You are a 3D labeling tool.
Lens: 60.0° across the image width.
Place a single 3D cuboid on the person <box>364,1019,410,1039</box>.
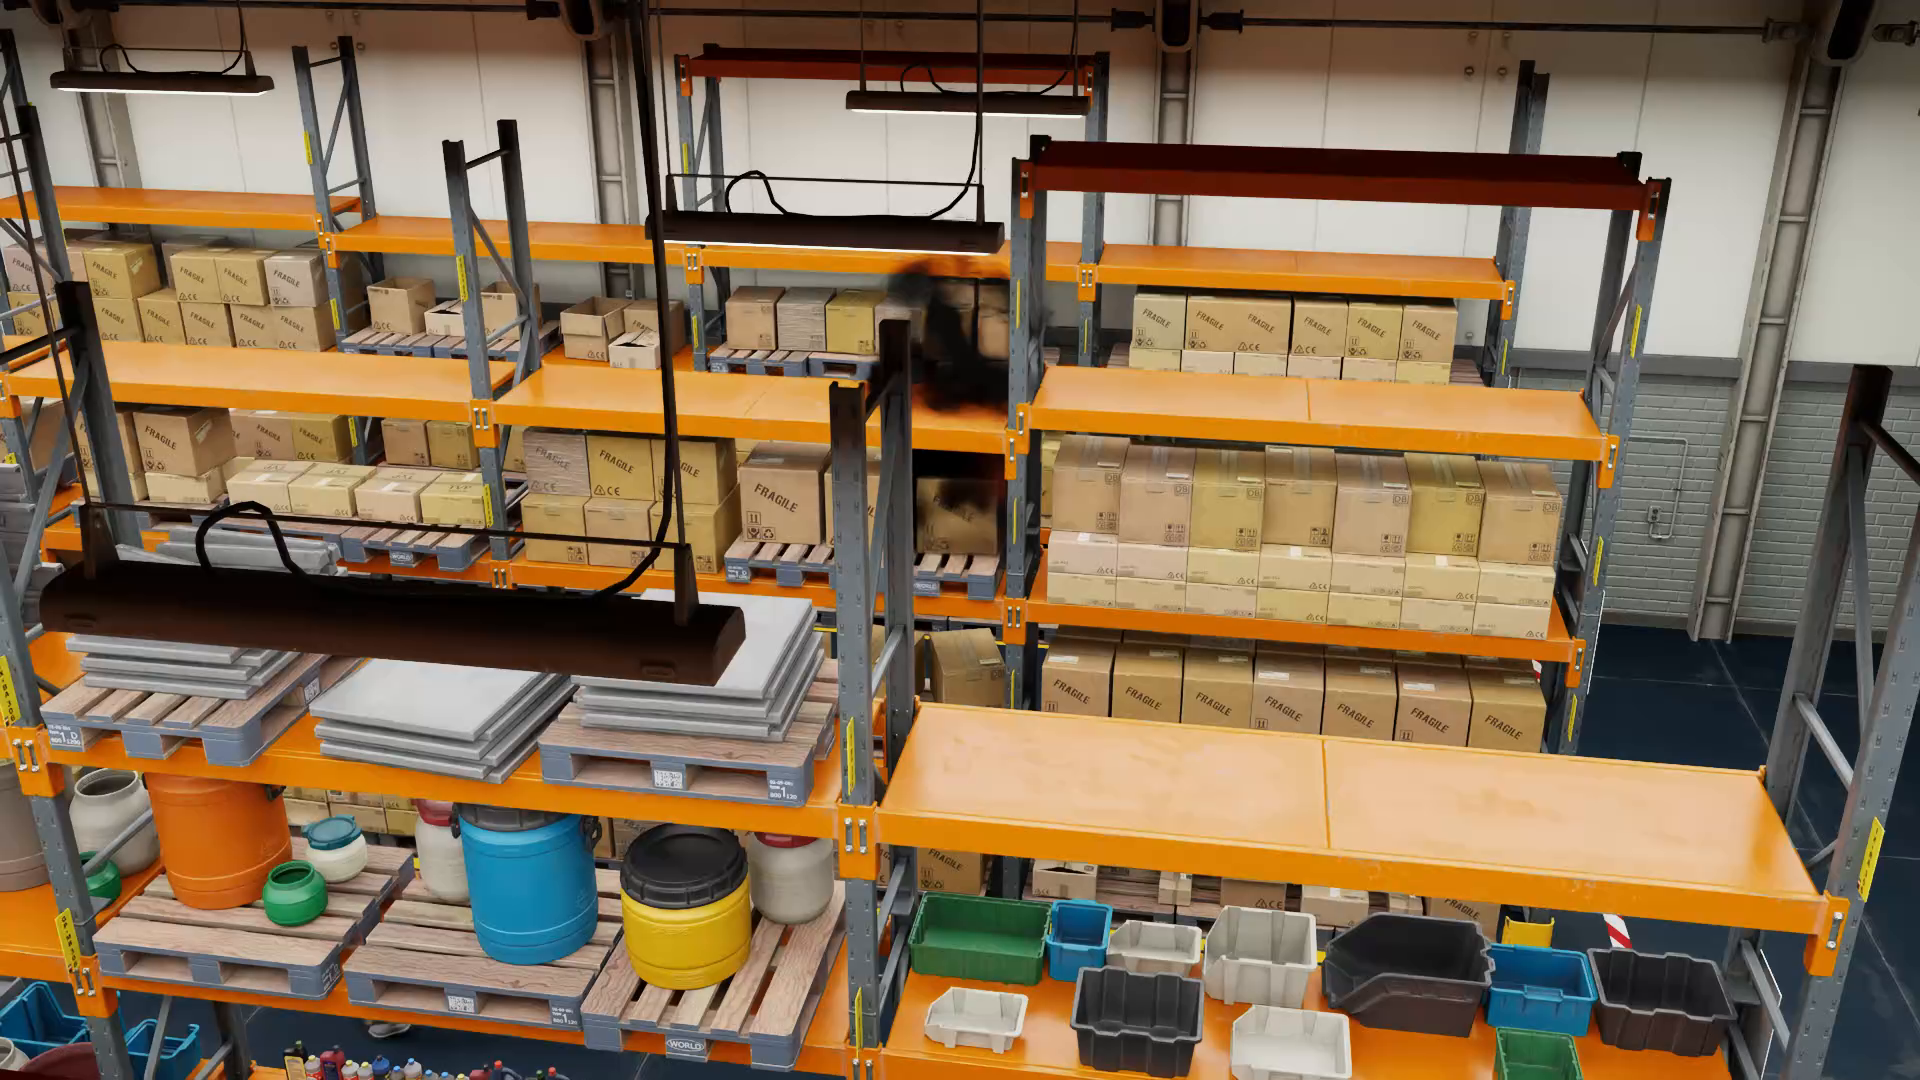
[{"bbox_3d":[-4.313,2.783,11.657,0.700,1.647,0.583,-2,23,-4],"label":"person"}]
